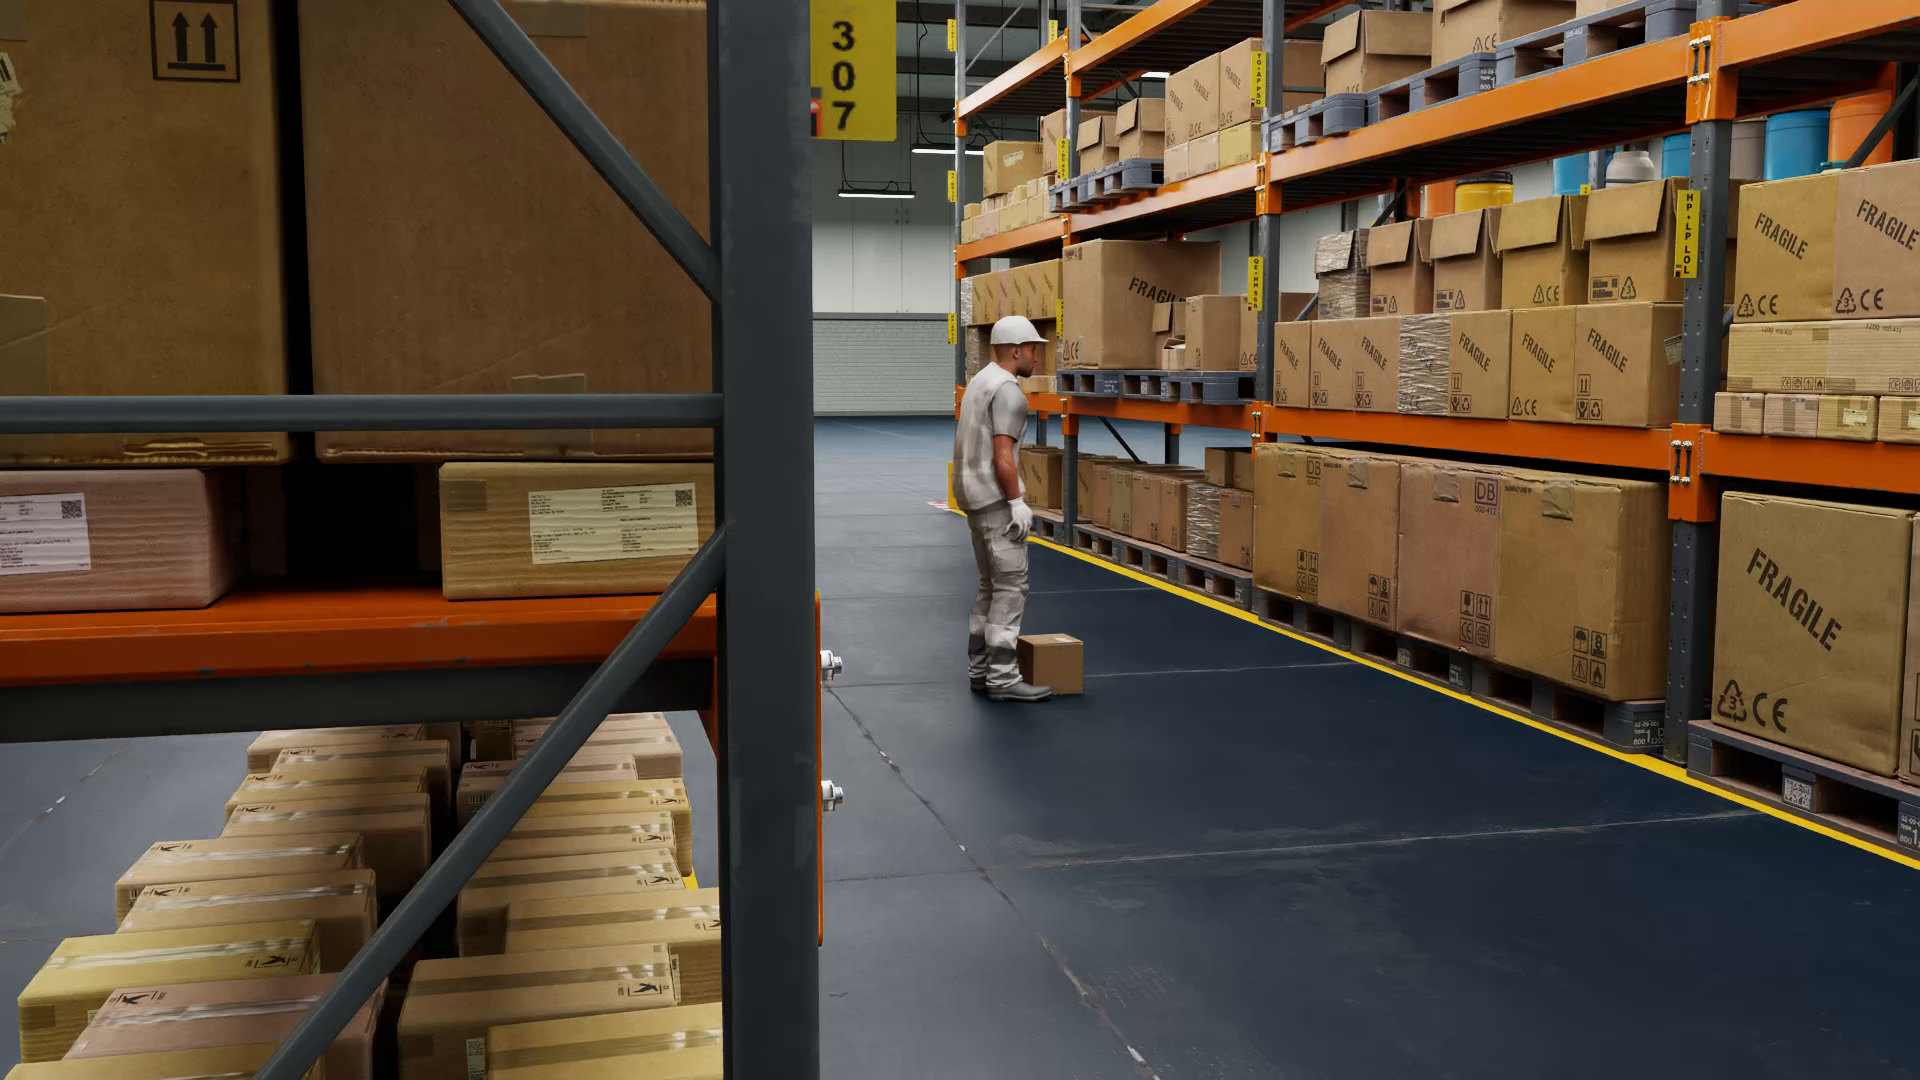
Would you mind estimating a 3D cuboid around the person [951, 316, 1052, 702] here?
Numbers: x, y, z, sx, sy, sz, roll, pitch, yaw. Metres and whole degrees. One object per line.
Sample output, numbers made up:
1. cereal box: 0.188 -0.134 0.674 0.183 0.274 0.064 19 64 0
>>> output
1. person: 0.202 -0.157 7.808 0.452 1.778 0.606 -1 6 -14
